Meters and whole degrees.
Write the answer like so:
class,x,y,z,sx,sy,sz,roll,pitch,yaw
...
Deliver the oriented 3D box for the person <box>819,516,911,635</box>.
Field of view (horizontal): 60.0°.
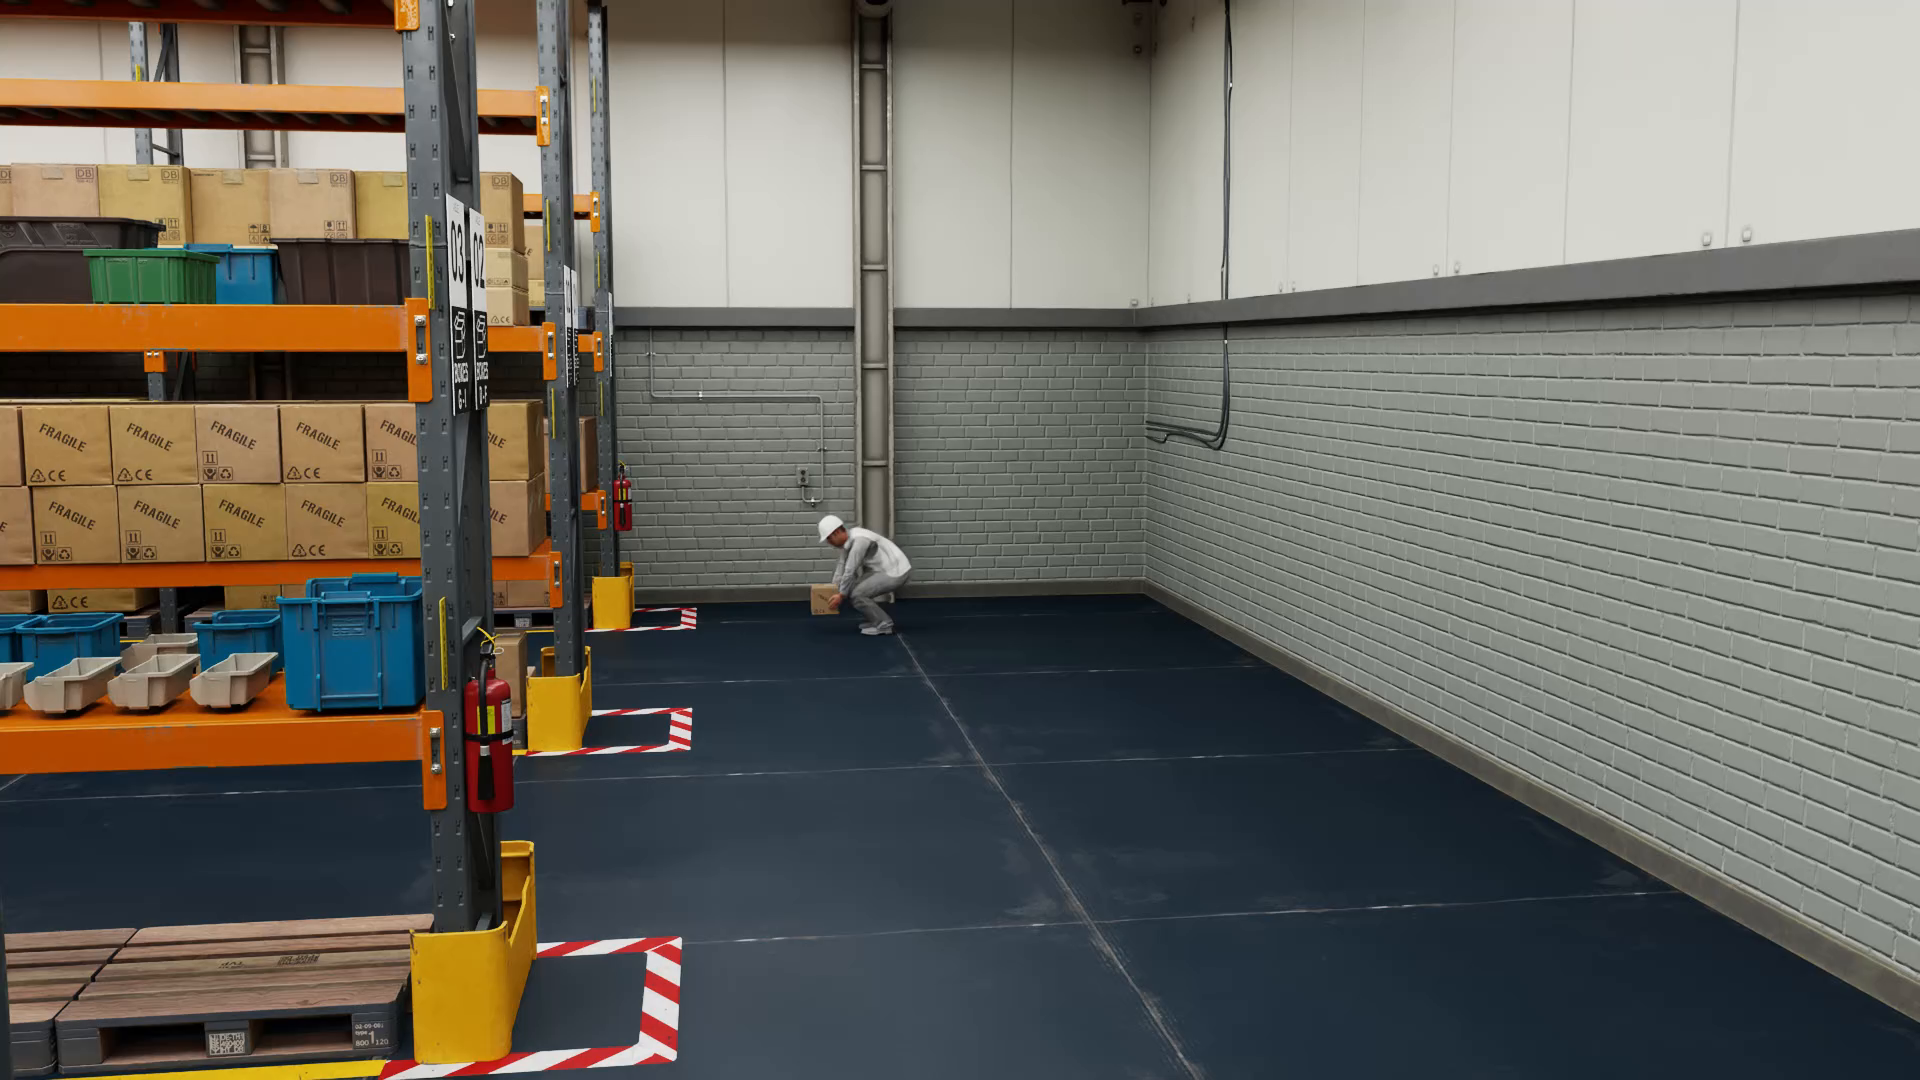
class,x,y,z,sx,sy,sz,roll,pitch,yaw
person,-0.895,0.323,15.643,0.866,1.125,0.557,-1,7,-9
